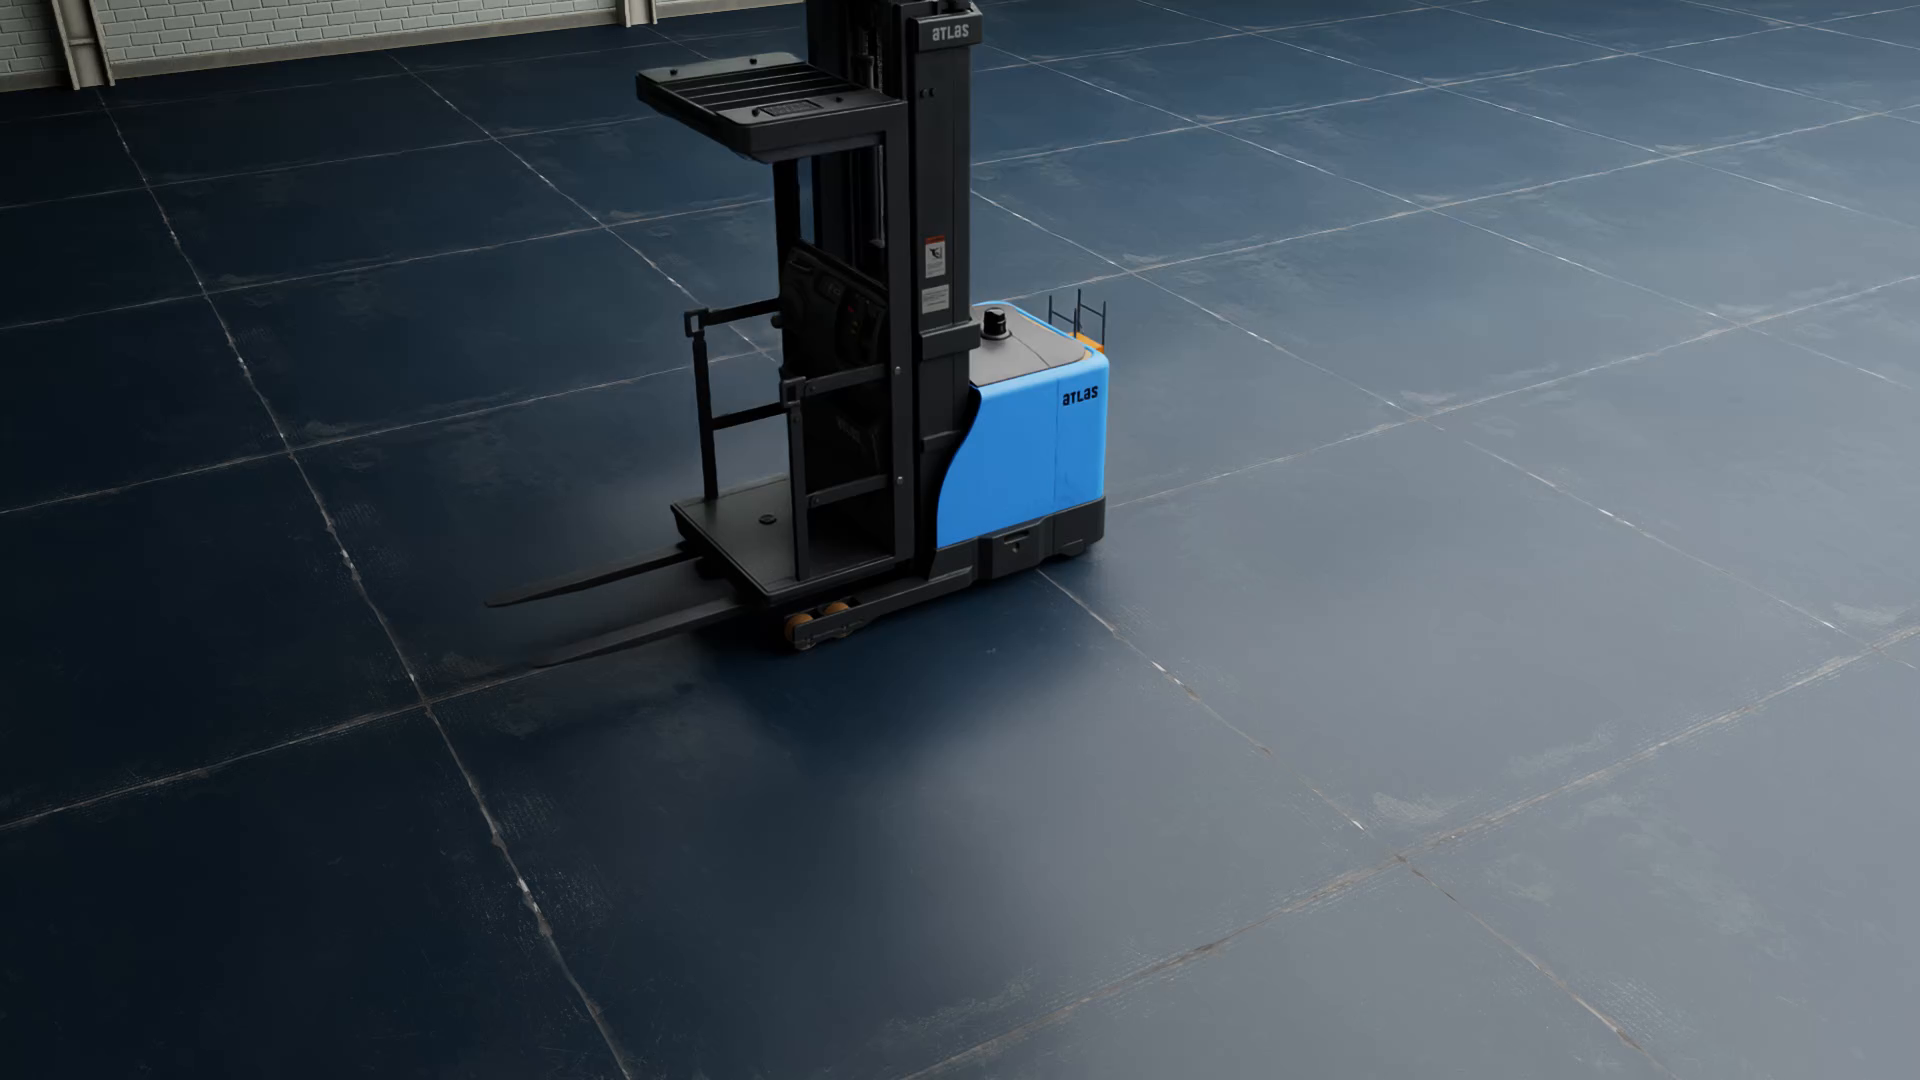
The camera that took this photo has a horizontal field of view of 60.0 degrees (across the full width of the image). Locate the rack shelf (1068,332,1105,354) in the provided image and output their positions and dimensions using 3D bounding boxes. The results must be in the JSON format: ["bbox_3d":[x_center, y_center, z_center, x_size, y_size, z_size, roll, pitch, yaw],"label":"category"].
[{"bbox_3d":[0.603,-0.988,8.645,0.180,0.103,0.258,-17,33,-28],"label":"rack shelf"}]

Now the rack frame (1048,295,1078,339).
[{"bbox_3d":[0.526,-0.688,8.754,0.006,1.200,0.240,-17,33,-28],"label":"rack frame"}]

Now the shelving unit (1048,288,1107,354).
[{"bbox_3d":[0.603,-0.711,8.797,0.189,1.200,0.258,-17,33,-28],"label":"shelving unit"}]

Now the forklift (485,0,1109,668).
[{"bbox_3d":[-0.768,-1.059,7.635,3.031,2.935,1.130,-17,33,-28],"label":"forklift"}]

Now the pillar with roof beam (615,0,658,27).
[{"bbox_3d":[-1.706,-8.376,14.614,0.400,9.000,9.100,-16,33,-26],"label":"pillar with roof beam"}]

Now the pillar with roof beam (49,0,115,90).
[{"bbox_3d":[-6.879,-6.907,11.952,0.400,9.000,9.100,-16,33,-26],"label":"pillar with roof beam"}]

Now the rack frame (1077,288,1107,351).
[{"bbox_3d":[0.680,-0.735,8.840,0.006,1.200,0.240,-17,33,-28],"label":"rack frame"}]
